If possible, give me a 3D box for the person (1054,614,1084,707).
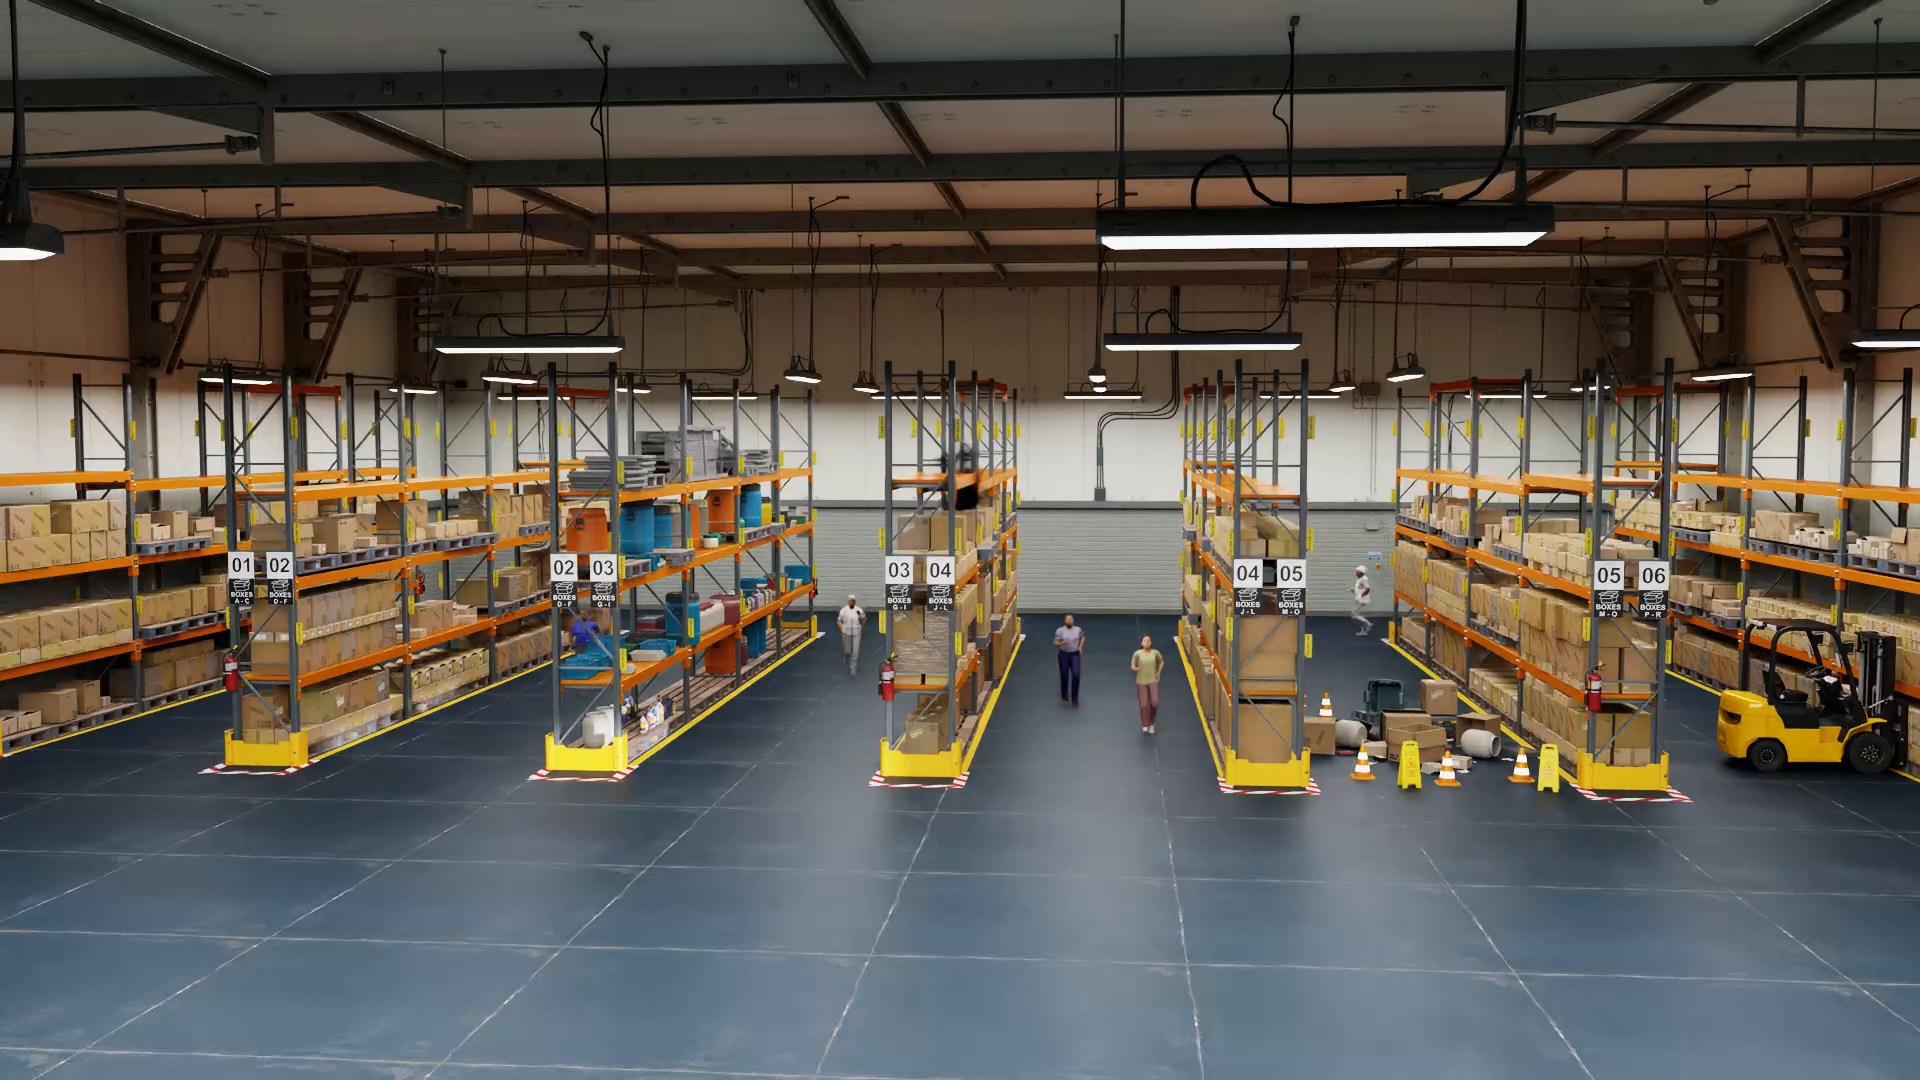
[{"bbox_3d":[1.994,2.189,30.338,0.585,1.700,0.708,0,4,0],"label":"person"}]

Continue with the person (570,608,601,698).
[{"bbox_3d":[-7.100,2.116,31.483,0.579,1.650,0.851,0,4,-3],"label":"person"}]

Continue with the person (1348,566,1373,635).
[{"bbox_3d":[9.744,1.477,40.497,0.622,1.722,0.700,1,4,17],"label":"person"}]

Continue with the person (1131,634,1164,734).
[{"bbox_3d":[3.088,2.375,27.347,0.562,1.656,0.595,0,4,1],"label":"person"}]

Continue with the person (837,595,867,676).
[{"bbox_3d":[-2.226,1.947,34.321,0.608,1.643,0.685,0,4,-6],"label":"person"}]
